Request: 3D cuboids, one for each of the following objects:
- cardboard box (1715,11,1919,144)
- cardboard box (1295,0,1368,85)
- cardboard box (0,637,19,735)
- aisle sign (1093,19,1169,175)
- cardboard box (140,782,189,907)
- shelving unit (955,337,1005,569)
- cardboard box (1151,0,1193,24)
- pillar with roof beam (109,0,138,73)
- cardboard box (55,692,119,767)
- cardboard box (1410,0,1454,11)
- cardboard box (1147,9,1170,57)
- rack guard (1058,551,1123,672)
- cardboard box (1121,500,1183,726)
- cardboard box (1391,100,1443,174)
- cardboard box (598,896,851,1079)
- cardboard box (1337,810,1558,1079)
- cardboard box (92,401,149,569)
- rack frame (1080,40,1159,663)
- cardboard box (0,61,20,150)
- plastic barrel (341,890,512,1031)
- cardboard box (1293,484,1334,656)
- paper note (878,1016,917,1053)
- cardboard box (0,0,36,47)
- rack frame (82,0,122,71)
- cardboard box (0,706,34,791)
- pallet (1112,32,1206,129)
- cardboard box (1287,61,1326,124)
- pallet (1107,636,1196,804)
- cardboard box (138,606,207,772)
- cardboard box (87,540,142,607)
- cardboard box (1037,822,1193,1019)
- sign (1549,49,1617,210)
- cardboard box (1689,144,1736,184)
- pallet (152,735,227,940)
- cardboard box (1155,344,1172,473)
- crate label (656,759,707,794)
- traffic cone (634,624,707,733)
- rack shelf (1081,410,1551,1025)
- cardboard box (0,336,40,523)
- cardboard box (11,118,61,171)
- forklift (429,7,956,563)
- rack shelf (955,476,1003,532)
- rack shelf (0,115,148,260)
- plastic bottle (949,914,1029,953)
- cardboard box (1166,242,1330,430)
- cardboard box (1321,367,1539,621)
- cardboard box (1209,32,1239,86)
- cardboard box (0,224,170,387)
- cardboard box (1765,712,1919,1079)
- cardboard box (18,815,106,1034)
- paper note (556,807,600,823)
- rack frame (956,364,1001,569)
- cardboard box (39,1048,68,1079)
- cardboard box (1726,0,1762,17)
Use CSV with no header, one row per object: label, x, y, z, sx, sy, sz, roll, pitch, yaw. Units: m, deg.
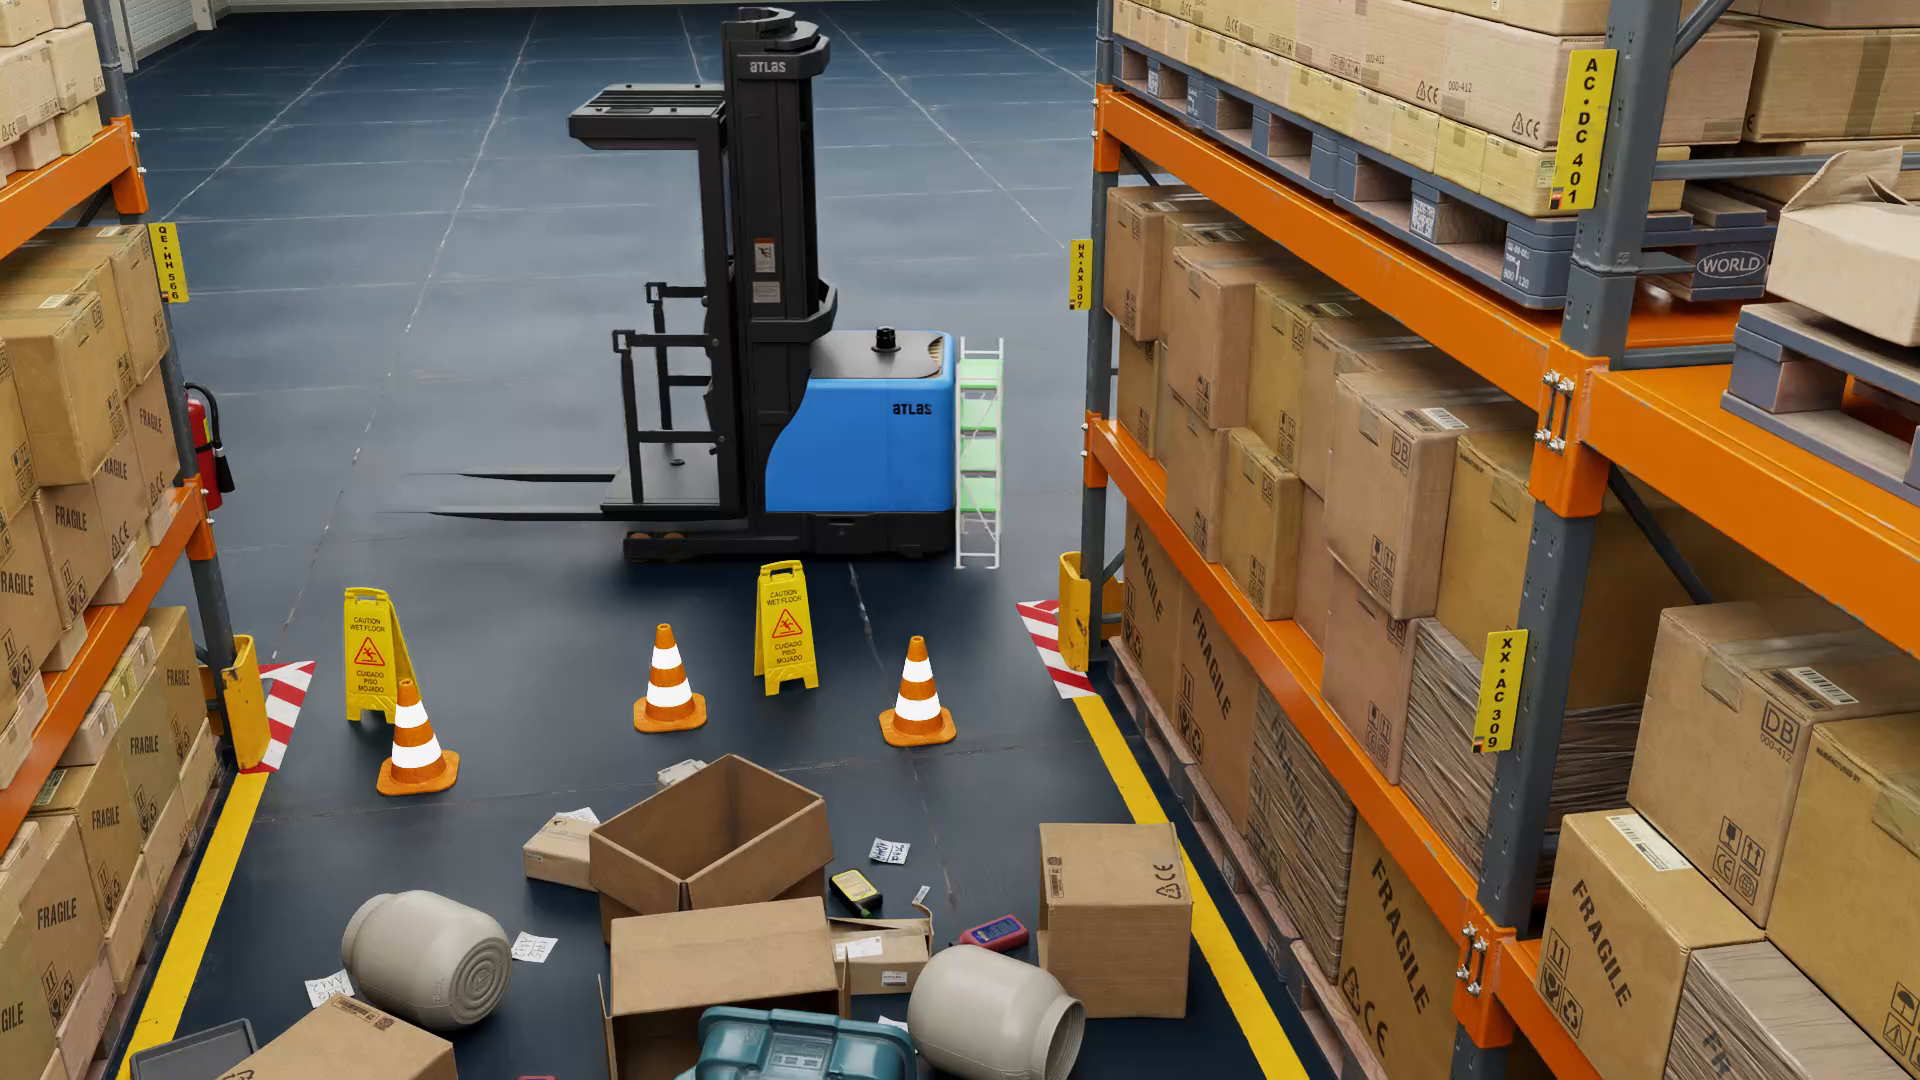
cardboard box,2.023,-1.137,4.025,0.500,0.250,0.500,-4,24,-9
cardboard box,1.311,-1.495,4.843,0.500,0.250,0.500,-5,24,-10
cardboard box,-3.011,0.392,4.607,0.500,0.500,0.500,-5,24,-10
aisle sign,0.791,-2.014,7.366,0.394,0.787,0.004,-4,24,-10
cardboard box,-3.245,1.159,6.259,0.500,0.250,0.500,-4,24,-10
shelving unit,0.112,-0.489,9.371,0.258,1.200,0.503,1,24,3
cardboard box,1.031,-2.089,6.204,0.500,0.250,0.500,-5,24,-10
pillar with roof beam,-9.589,-12.210,26.462,9.100,9.000,0.400,-4,24,-10
cardboard box,-3.118,0.654,5.669,0.380,0.149,0.250,-3,24,-7
cardboard box,1.365,-1.425,4.186,0.380,0.149,0.250,-4,24,-10
cardboard box,0.941,-1.958,6.401,0.380,0.149,0.250,-4,24,-10
rack guard,1.094,0.319,8.395,1.175,0.500,0.348,-4,24,-10
cardboard box,1.289,0.226,7.615,0.875,0.875,0.875,-4,24,-9
cardboard box,1.361,-1.062,4.350,0.380,0.149,0.250,-4,24,-9
cardboard box,-0.753,1.542,5.422,0.797,0.637,0.503,-4,24,-10
cardboard box,1.791,1.285,5.190,0.875,0.875,0.875,-4,24,-9
cardboard box,-3.288,-0.203,5.970,0.500,0.500,0.500,-4,24,-10
rack frame,1.099,-0.817,7.873,1.000,3.000,0.127,-4,24,-10
cardboard box,-3.195,-1.270,4.979,0.500,0.250,0.500,-4,24,-8
plastic barrel,-1.877,1.470,5.855,0.512,0.421,0.421,13,27,27
cardboard box,1.650,0.107,5.569,0.875,0.550,0.550,-4,24,-10
paper note,-0.211,1.722,5.780,0.172,0.023,0.155,4,24,9
cardboard box,-3.319,-1.721,5.514,0.380,0.149,0.250,-5,24,-10
rack frame,-3.747,-3.160,5.743,1.000,3.000,0.127,-4,24,-10
cardboard box,-2.978,0.626,4.883,0.380,0.149,0.250,-4,24,-9
pallet,1.246,-1.860,6.624,1.003,0.211,1.213,-4,24,-10
cardboard box,1.220,-1.362,5.037,0.380,0.149,0.250,-5,24,-10
pallet,1.324,0.770,7.724,1.003,0.211,1.213,-4,24,-10
cardboard box,-3.343,0.609,6.582,0.500,0.500,0.500,-4,24,-9
cardboard box,-3.208,0.128,6.022,0.380,0.149,0.250,-4,24,-9
cardboard box,0.543,1.366,5.995,0.500,0.500,0.500,0,24,-1
sign,1.293,-0.850,3.456,0.100,0.325,0.005,-4,24,-10
cardboard box,2.055,-1.012,4.235,0.380,0.149,0.250,-4,24,-10
pallet,-3.618,1.219,6.695,1.003,0.211,1.213,-4,24,-10
cardboard box,1.335,-0.529,7.025,0.875,0.550,0.550,-4,24,-10
crate label,-1.166,1.063,7.144,0.250,0.136,0.298,-19,30,-37
traffic cone,-1.372,0.609,7.777,0.336,0.463,0.334,-4,24,-10
rack shelf,1.469,0.299,6.216,1.077,0.370,4.000,-4,24,-10
cardboard box,-3.201,-0.267,4.869,0.700,0.500,0.500,-4,24,-10
cardboard box,-3.312,-1.348,5.656,0.380,0.149,0.250,-4,24,-8
forklift,-1.538,-1.425,9.352,3.031,2.935,1.130,0,24,0
rack shelf,0.112,-0.211,9.492,0.258,0.148,0.480,1,24,3
rack shelf,-3.377,-0.669,4.686,1.077,0.370,4.000,-4,24,-10
plastic bottle,0.107,1.500,6.239,0.283,0.061,0.133,-13,27,-28
cardboard box,1.292,-0.792,6.279,0.875,0.550,0.550,-4,24,-10
cardboard box,1.588,-0.163,4.838,0.875,0.550,0.550,-4,24,-10
cardboard box,1.080,-1.660,5.719,0.380,0.149,0.250,-4,24,-10
cardboard box,-3.438,-0.867,6.241,0.700,0.500,0.500,-5,24,-11
cardboard box,2.033,0.649,3.142,0.700,0.500,0.500,-5,24,-11
cardboard box,-3.056,1.220,5.182,0.500,0.500,0.500,-3,24,-7
paper note,-1.616,1.174,7.024,0.148,0.019,0.142,-13,27,-28
rack frame,0.100,-0.392,9.147,0.240,1.200,0.015,1,24,3
cardboard box,-2.961,1.769,4.863,0.500,0.250,0.500,-3,24,-7
cardboard box,2.057,-1.376,4.072,0.380,0.149,0.250,-5,24,-10
